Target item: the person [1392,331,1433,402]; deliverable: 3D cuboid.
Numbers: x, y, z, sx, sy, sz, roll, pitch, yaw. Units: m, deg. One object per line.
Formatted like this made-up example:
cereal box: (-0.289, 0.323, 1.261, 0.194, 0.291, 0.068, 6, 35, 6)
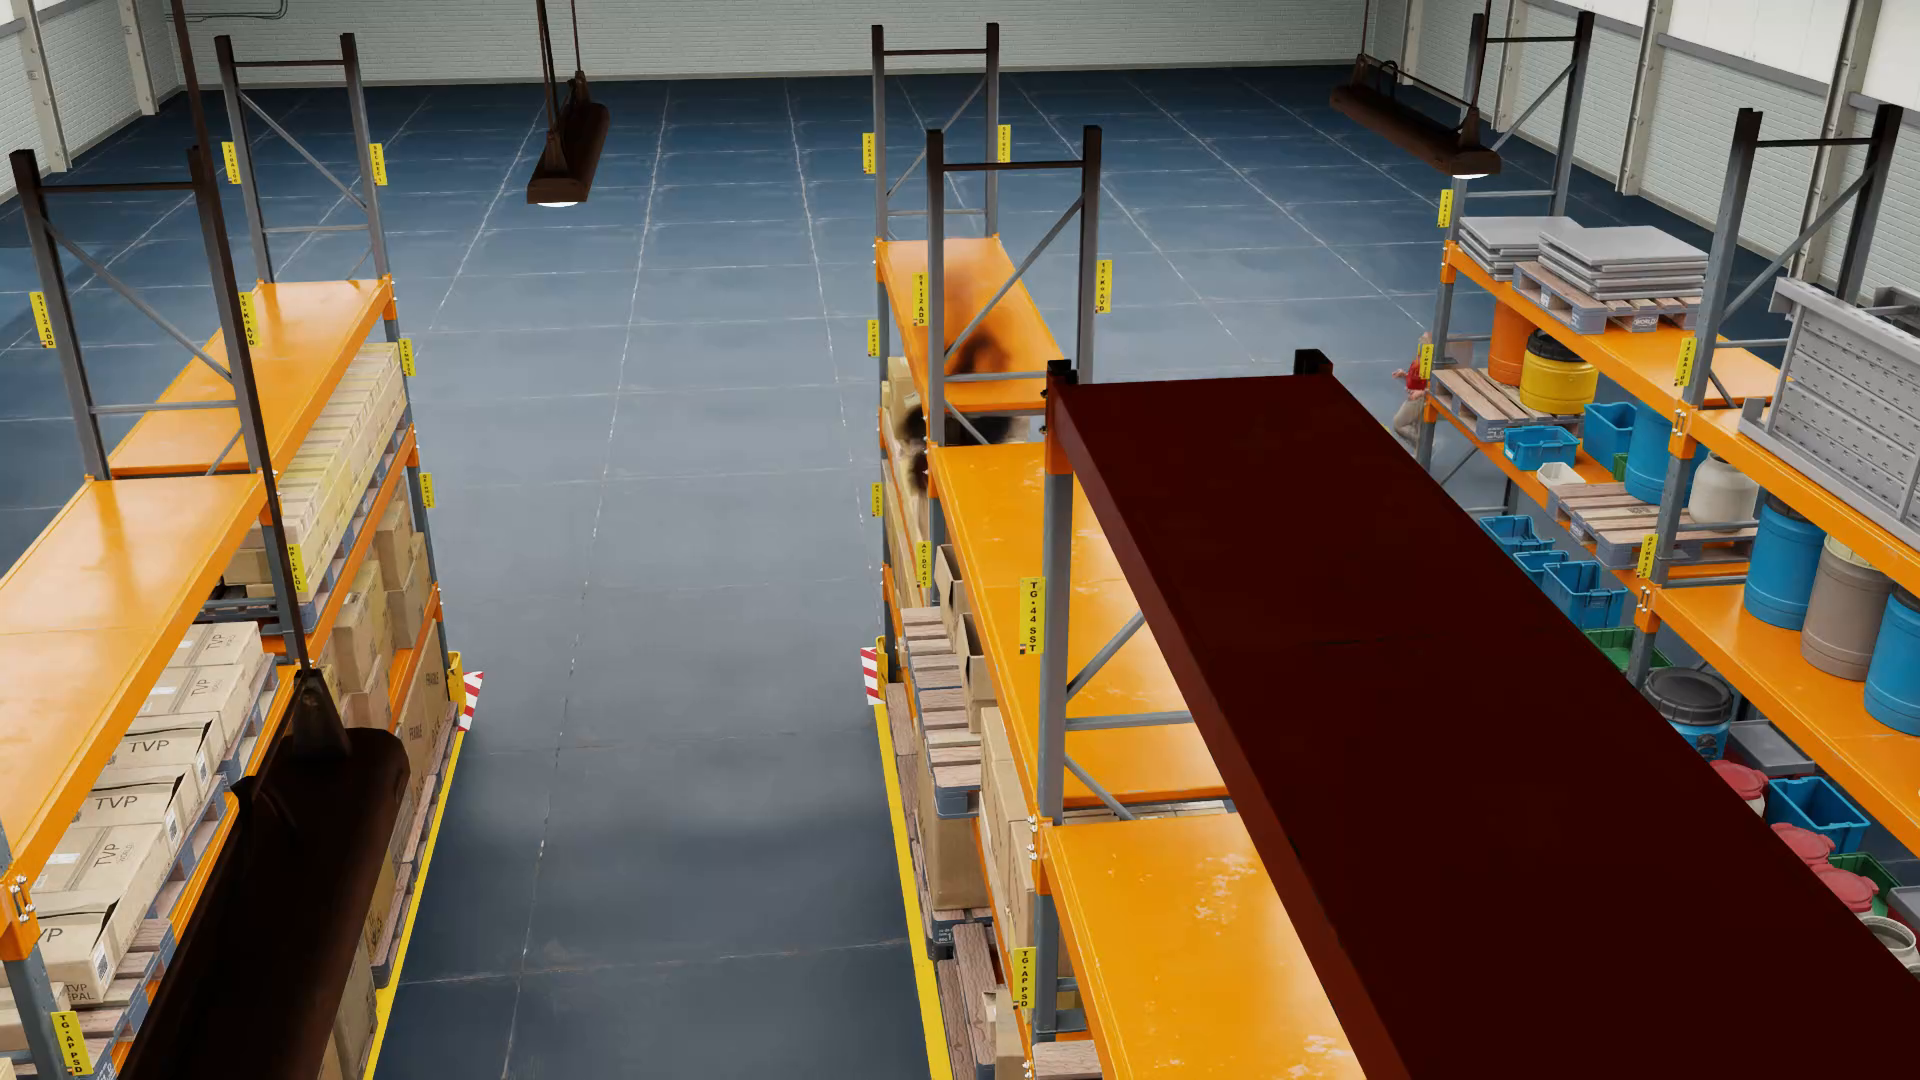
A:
person: (5.507, -2.116, 19.992, 0.584, 0.836, 0.652, 7, 26, 14)
